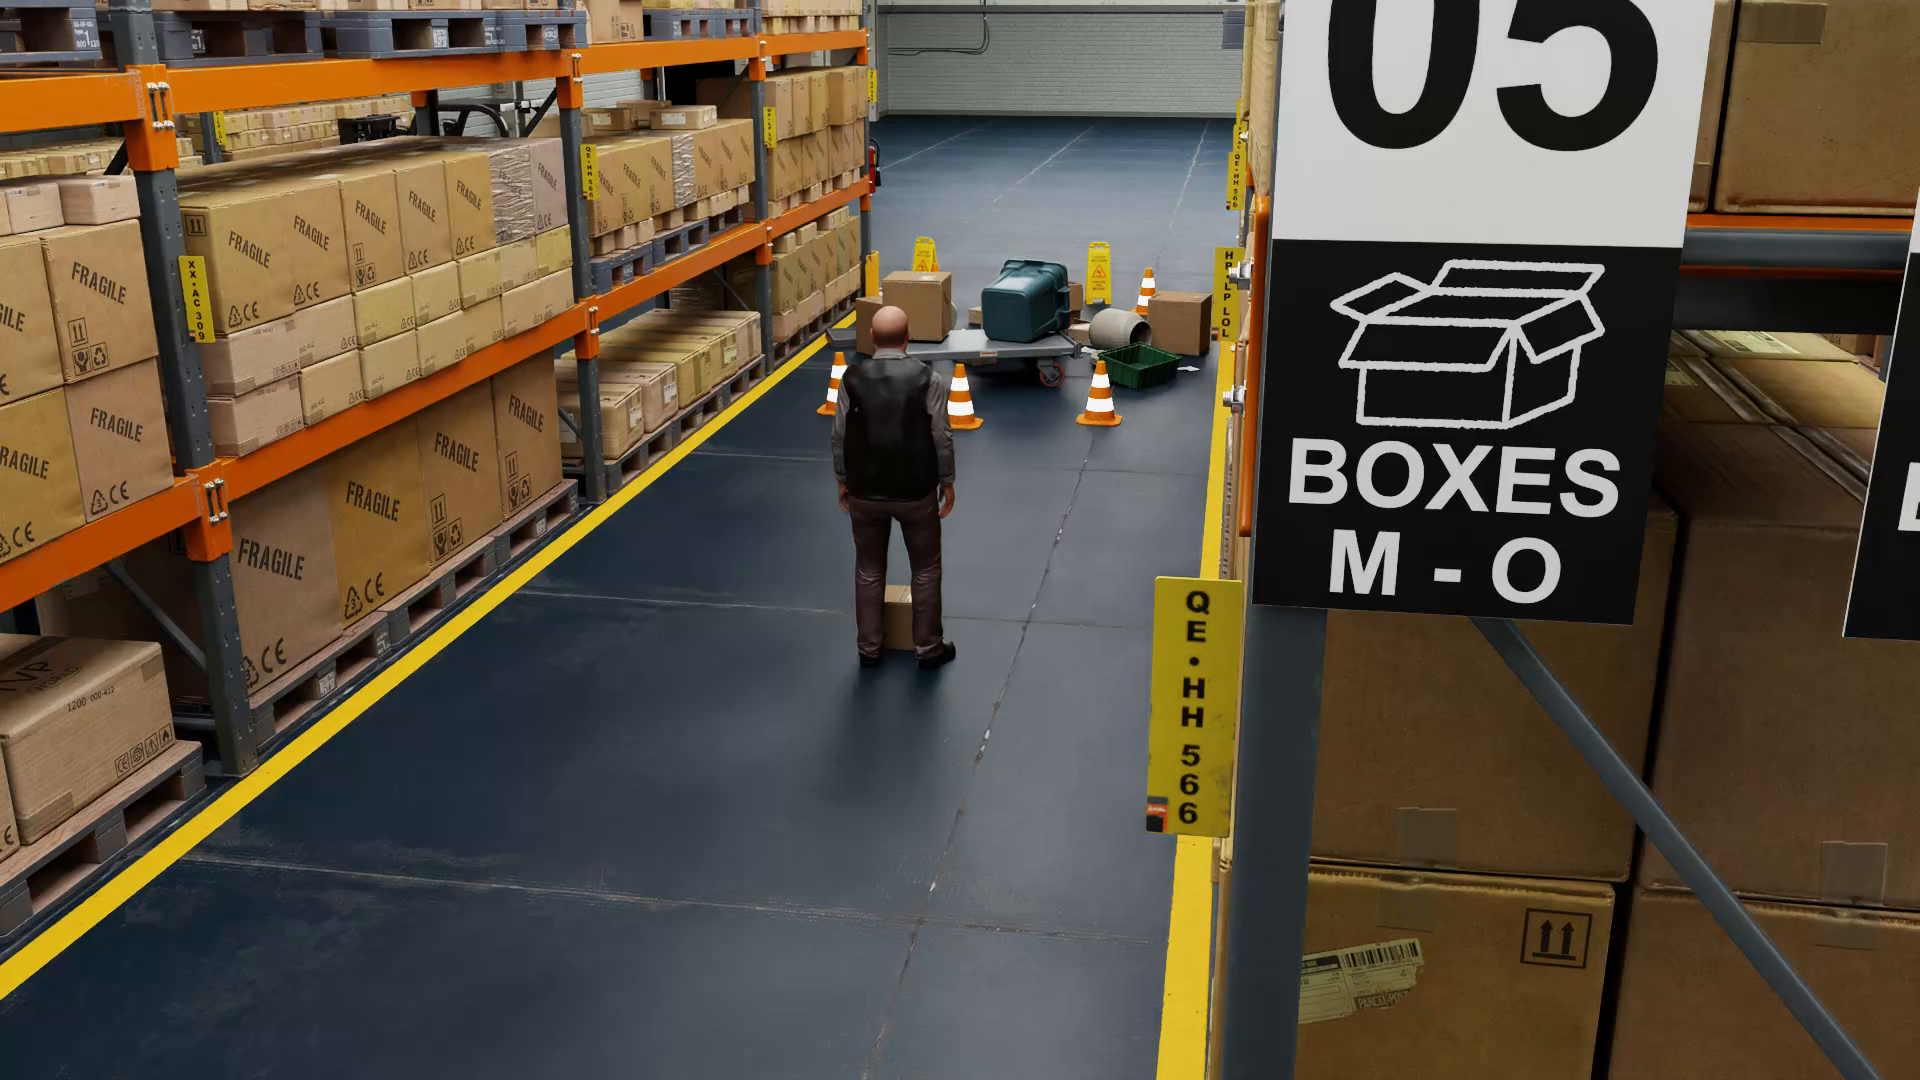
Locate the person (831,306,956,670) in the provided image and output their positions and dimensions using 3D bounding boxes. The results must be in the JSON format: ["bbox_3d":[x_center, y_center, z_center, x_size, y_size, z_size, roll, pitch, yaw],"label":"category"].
[{"bbox_3d":[-0.311,-0.226,7.800,0.578,1.720,0.418,3,18,8],"label":"person"}]
